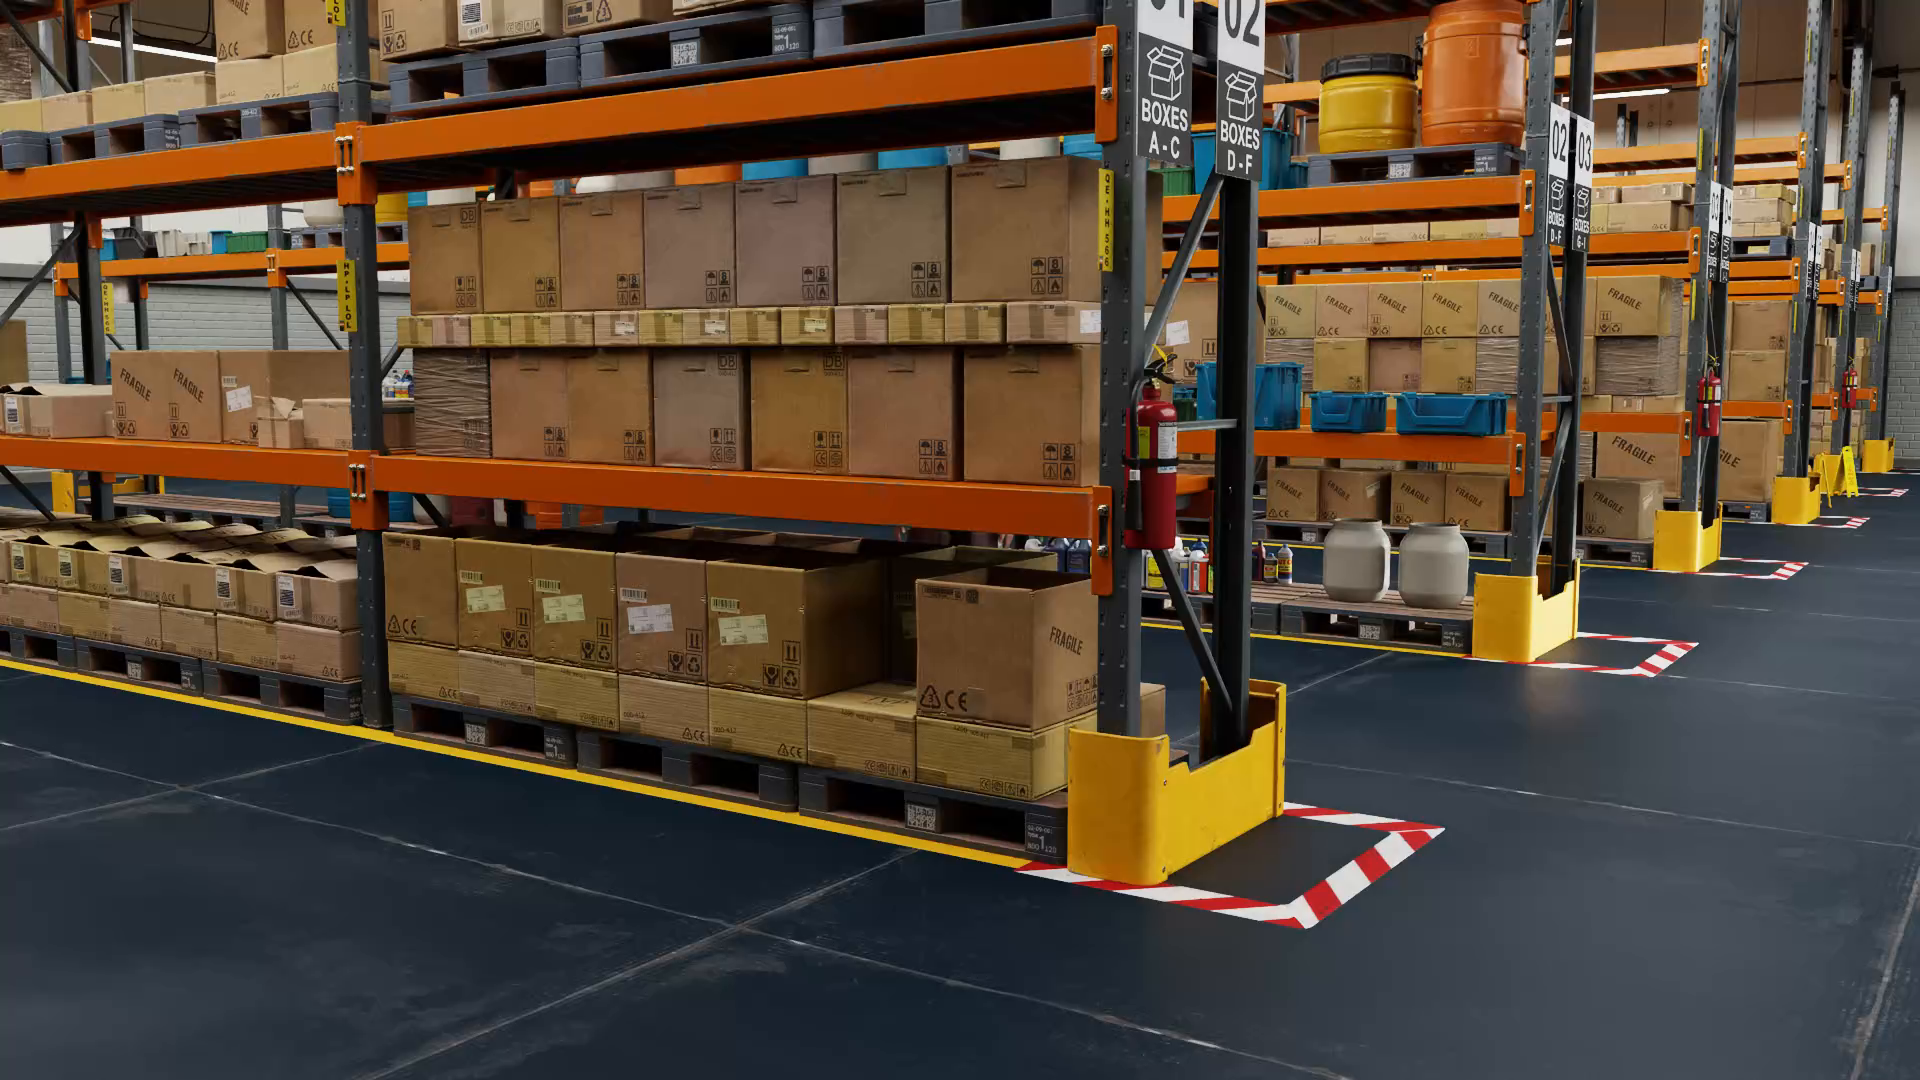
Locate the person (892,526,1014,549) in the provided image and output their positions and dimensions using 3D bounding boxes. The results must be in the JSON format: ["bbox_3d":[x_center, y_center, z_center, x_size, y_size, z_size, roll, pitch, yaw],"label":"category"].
[{"bbox_3d":[-0.028,-0.077,8.599,0.698,1.779,0.579,0,6,2],"label":"person"}]
